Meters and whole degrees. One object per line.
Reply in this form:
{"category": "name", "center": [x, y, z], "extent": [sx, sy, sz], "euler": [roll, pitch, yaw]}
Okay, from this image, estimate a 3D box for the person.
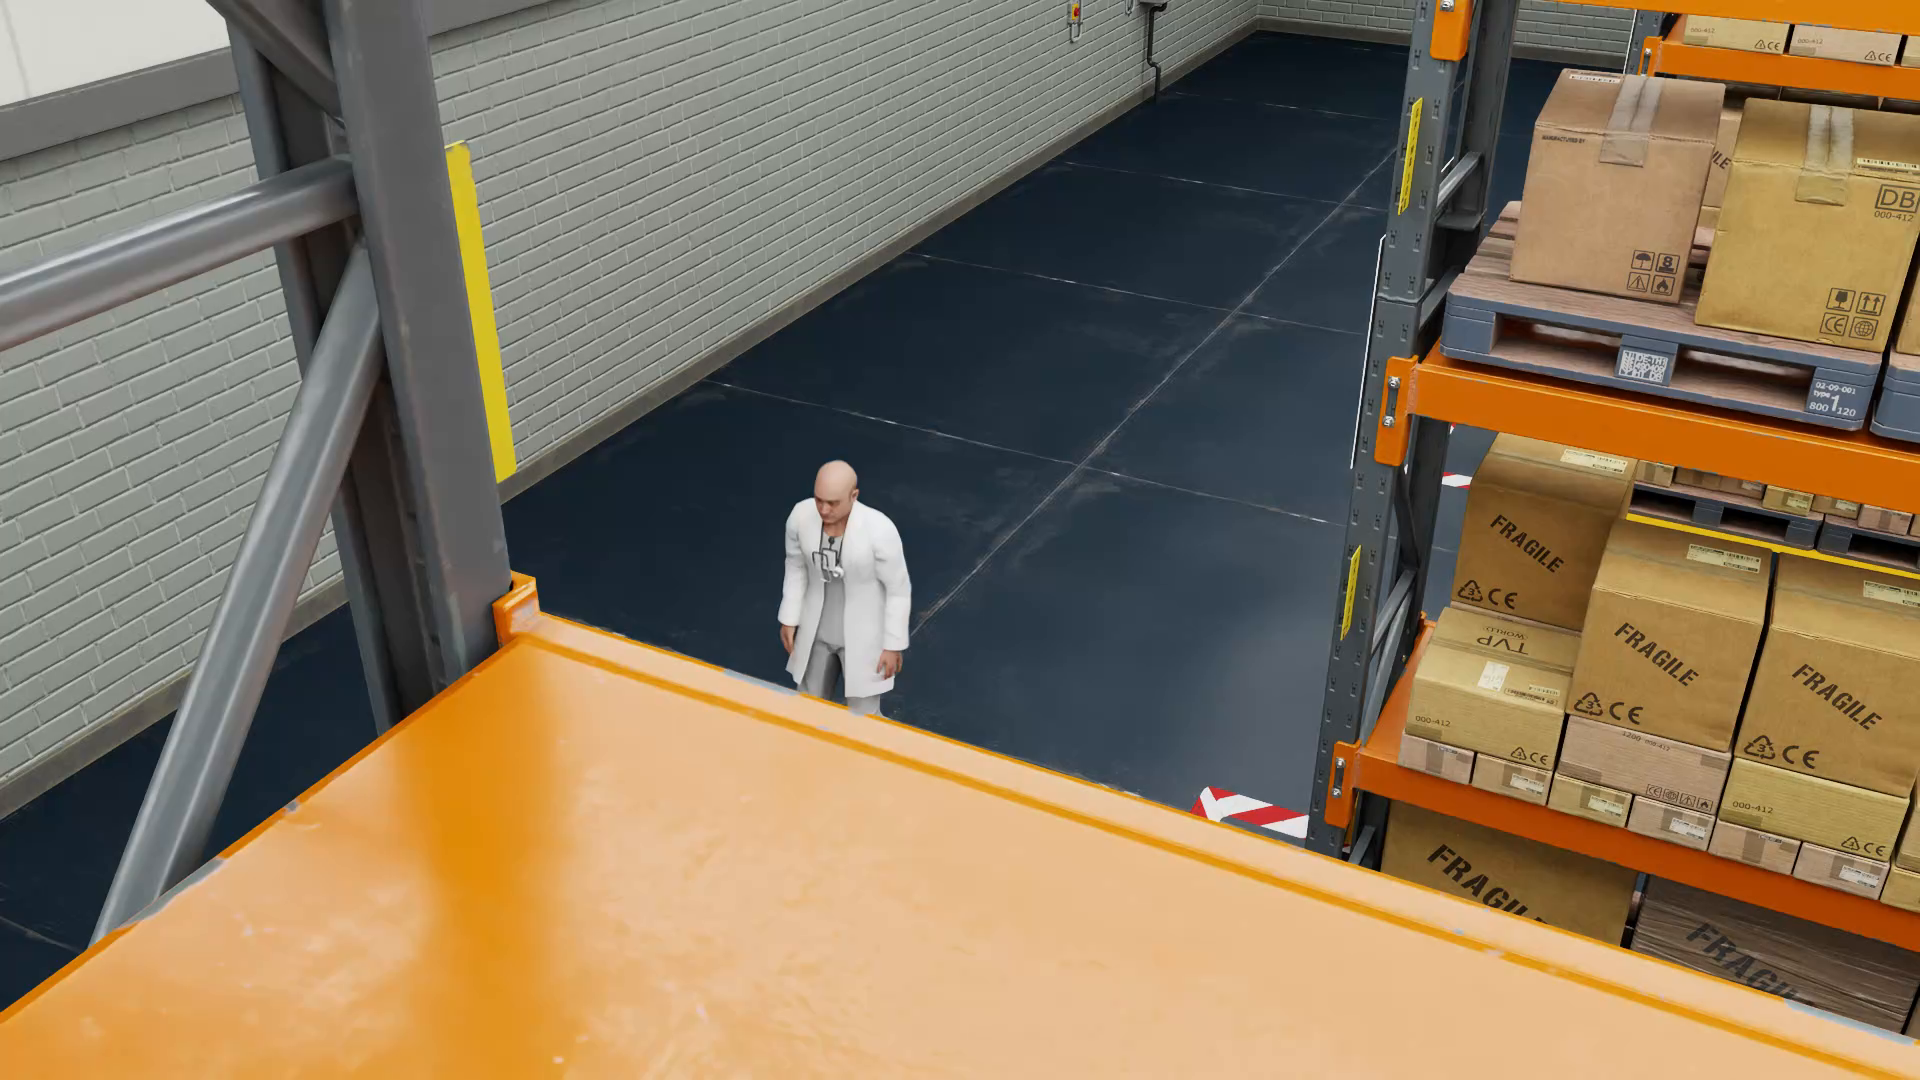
{"category": "person", "center": [-0.522, 0.425, 7.399], "extent": [0.637, 1.773, 0.428], "euler": [13, 32, 21]}
